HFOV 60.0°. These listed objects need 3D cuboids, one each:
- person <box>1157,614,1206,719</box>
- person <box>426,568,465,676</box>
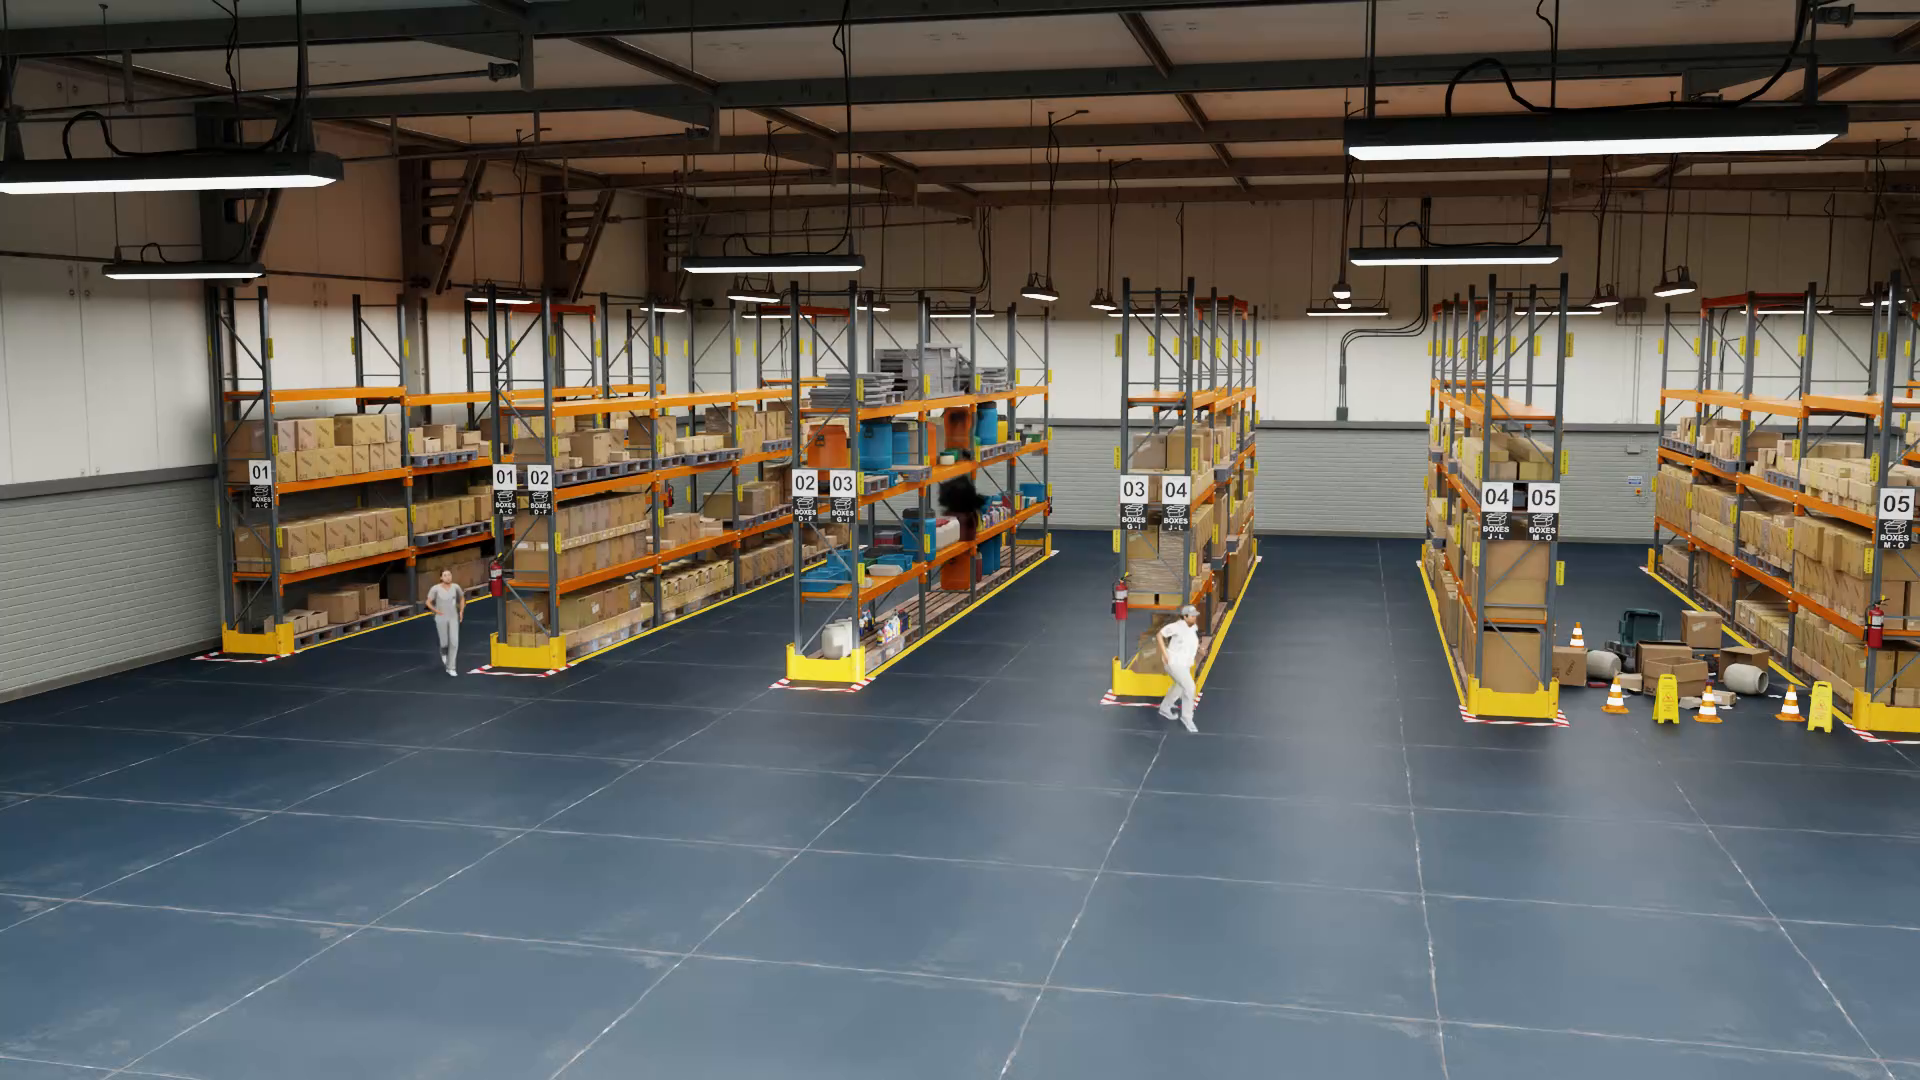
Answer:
[{"bbox_3d":[2.896,1.608,22.066,0.642,1.504,0.772,-6,9,-43],"label":"person"},{"bbox_3d":[-7.954,1.253,25.761,0.601,1.669,0.742,-3,7,-26],"label":"person"}]
